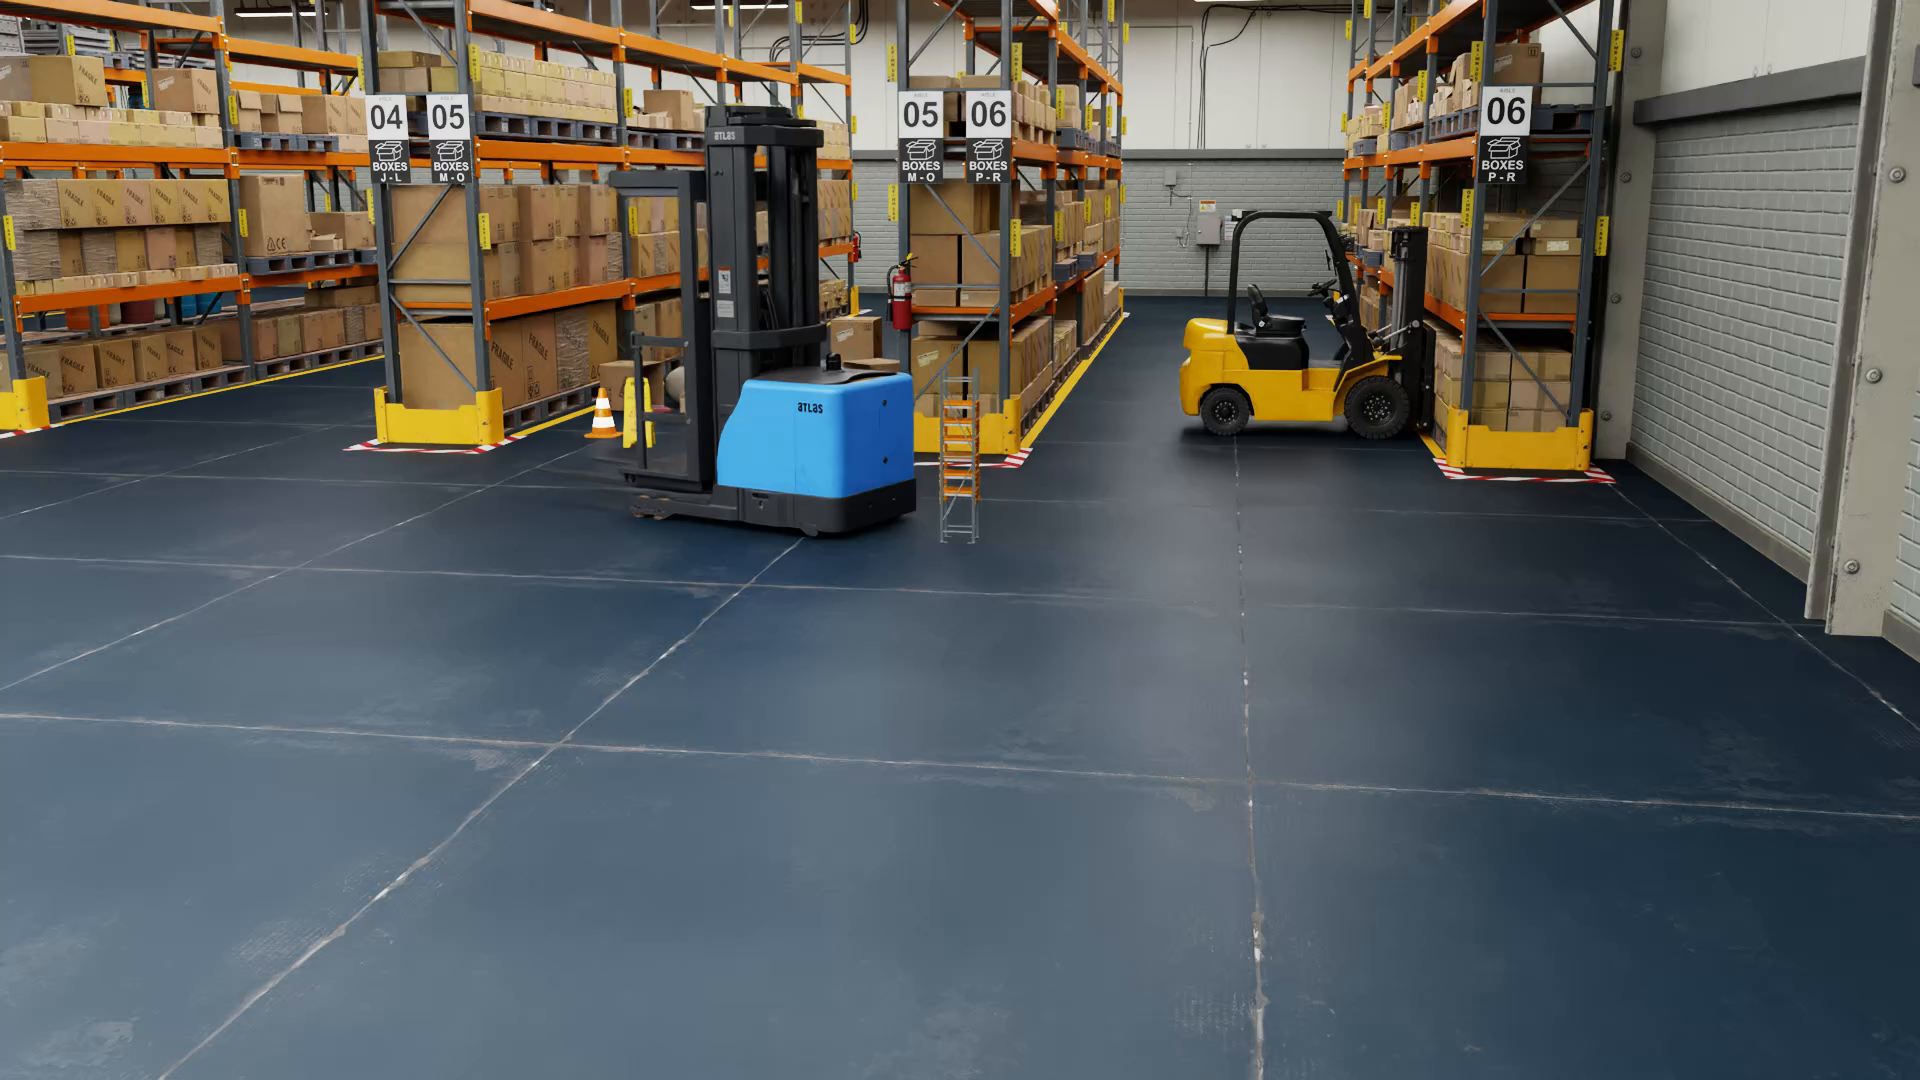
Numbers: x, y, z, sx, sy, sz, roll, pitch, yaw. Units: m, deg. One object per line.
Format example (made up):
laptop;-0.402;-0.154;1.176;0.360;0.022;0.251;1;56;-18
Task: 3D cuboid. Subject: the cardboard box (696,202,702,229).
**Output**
cardboard box;-3.879;-4.424;22.290;0.700;0.500;0.500;2;12;8

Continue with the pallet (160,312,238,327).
pallet;-13.048;-3.737;28.333;1.003;0.211;1.213;2;12;9

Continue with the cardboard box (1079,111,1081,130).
cardboard box;1.186;-5.031;19.956;0.500;0.250;0.500;2;12;8

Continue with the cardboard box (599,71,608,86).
cardboard box;-4.119;-5.100;18.389;0.380;0.149;0.250;2;12;8

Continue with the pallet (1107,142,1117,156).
pallet;2.124;-6.624;28.201;1.003;0.211;1.213;2;12;9

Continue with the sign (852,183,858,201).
sign;-1.948;-6.448;30.796;0.100;0.325;0.005;2;12;9

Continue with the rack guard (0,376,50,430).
rack guard;-9.828;-1.395;16.779;1.175;0.500;0.348;2;12;9

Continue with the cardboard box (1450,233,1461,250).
cardboard box;4.788;-2.782;15.503;0.380;0.149;0.250;1;12;7

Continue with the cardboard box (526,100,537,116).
cardboard box;-4.430;-4.288;16.513;0.380;0.149;0.250;2;12;9

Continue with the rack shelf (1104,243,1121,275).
rack shelf;2.106;-4.843;28.551;1.077;0.370;4.000;2;12;9

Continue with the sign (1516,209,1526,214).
sign;6.021;-3.397;17.892;0.100;0.325;0.005;2;12;9

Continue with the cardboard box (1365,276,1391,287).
cardboard box;6.393;-3.942;25.356;0.380;0.149;0.250;1;12;6

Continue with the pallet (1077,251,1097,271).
pallet;1.178;-3.700;21.996;1.213;0.211;1.003;2;12;9

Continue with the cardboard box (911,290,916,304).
cardboard box;-0.272;-2.298;15.634;0.380;0.149;0.250;2;12;8

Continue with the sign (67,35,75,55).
sign;-12.959;-7.185;24.241;0.100;0.325;0.005;2;12;9

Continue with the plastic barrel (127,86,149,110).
plastic barrel;-12.999;-6.816;26.694;0.600;0.901;0.708;2;12;9

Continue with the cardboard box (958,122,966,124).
cardboard box;-0.143;-4.038;15.640;0.500;0.250;0.500;2;12;8

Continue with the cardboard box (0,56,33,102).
cardboard box;-9.851;-4.837;17.567;0.500;0.500;0.500;2;12;9

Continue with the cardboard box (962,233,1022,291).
cardboard box;0.299;-2.564;15.326;0.500;0.500;0.500;2;12;8

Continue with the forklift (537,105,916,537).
forklift;-1.847;-1.664;12.255;3.031;2.935;1.130;7;14;31

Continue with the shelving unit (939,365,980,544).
shelving unit;-0.002;-0.584;11.353;0.258;1.200;0.189;2;12;9

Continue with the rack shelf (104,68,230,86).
rack shelf;-13.196;-7.229;26.332;1.077;0.370;4.000;2;12;9

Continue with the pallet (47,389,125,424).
pallet;-9.668;-1.422;17.589;1.003;0.211;1.213;2;12;9

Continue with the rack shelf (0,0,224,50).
rack shelf;-9.532;-5.597;17.818;1.077;0.370;4.000;2;12;9

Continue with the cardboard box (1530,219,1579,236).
cardboard box;5.223;-2.748;14.639;0.380;0.149;0.250;2;12;11

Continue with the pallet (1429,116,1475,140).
pallet;5.367;-4.197;16.939;1.003;0.211;1.213;2;12;9

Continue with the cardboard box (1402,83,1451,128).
cardboard box;5.579;-5.200;19.910;0.500;0.500;0.500;2;12;10

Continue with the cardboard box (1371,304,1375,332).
cardboard box;6.106;-3.076;23.585;0.500;0.500;0.500;2;12;11

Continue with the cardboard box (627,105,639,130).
cardboard box;-4.287;-5.301;20.828;0.500;0.311;0.500;1;12;7

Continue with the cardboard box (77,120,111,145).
cardboard box;-9.357;-4.296;17.546;0.500;0.250;0.500;2;12;8

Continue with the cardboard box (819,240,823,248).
cardboard box;-2.587;-5.119;28.720;0.380;0.149;0.250;2;12;11

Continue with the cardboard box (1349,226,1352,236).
cardboard box;6.773;-5.119;27.777;0.500;0.250;0.500;2;12;7

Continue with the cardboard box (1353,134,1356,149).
cardboard box;6.775;-6.584;27.456;0.500;0.250;0.500;2;12;8

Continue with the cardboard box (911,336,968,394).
cardboard box;-0.182;-1.683;15.932;0.500;0.500;0.500;2;12;9

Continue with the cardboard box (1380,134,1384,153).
cardboard box;6.004;-5.398;22.655;0.500;0.250;0.500;2;12;9

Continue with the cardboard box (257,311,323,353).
cardboard box;-8.931;-2.769;22.111;0.700;0.500;0.500;1;12;4

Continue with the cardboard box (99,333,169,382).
cardboard box;-9.424;-2.084;18.979;0.500;0.500;0.500;1;12;4

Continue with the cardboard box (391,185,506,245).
cardboard box;-4.859;-3.096;15.822;0.875;0.550;0.550;2;12;9

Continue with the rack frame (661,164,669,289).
rack frame;-3.724;-4.085;23.326;1.000;3.000;0.127;2;12;9

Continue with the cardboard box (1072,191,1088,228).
cardboard box;1.500;-4.578;23.004;0.500;0.500;0.500;1;12;7

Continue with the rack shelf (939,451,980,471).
rack shelf;-0.002;-0.540;11.362;0.258;0.103;0.180;2;12;9

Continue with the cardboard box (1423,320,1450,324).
cardboard box;5.088;-2.212;17.794;0.500;0.250;0.500;2;12;8

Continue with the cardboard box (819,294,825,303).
cardboard box;-2.573;-4.210;28.972;0.380;0.149;0.250;2;12;8

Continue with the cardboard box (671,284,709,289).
cardboard box;-3.878;-3.585;24.167;0.500;0.250;0.500;2;12;7

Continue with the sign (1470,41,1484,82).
sign;4.324;-4.001;13.904;0.100;0.325;0.005;2;12;9

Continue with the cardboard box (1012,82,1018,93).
cardboard box;0.331;-4.184;15.370;0.380;0.149;0.250;2;12;9

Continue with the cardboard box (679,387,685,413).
cardboard box;-2.784;-1.498;17.814;0.396;0.266;0.258;4;13;18

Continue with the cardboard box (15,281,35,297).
cardboard box;-9.560;-2.530;16.708;0.380;0.149;0.250;2;12;9

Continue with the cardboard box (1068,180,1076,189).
cardboard box;1.679;-5.758;26.943;0.380;0.149;0.250;2;12;10

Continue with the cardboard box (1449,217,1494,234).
cardboard box;4.767;-2.928;15.475;0.380;0.149;0.250;2;12;10

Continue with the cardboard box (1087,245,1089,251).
cardboard box;1.568;-4.073;23.629;0.500;0.250;0.500;2;12;7

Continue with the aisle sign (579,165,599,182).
aisle sign;-7.071;-7.208;31.648;0.394;0.787;0.004;2;12;9

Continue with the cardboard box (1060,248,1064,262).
cardboard box;1.012;-3.352;19.525;0.380;0.149;0.250;2;12;10

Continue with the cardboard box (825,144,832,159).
cardboard box;-2.525;-6.719;28.787;0.500;0.250;0.500;2;12;11

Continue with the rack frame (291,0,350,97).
rack frame;-12.273;-9.025;32.010;1.000;3.000;0.127;2;12;9

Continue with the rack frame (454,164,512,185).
rack frame;-7.994;-5.099;28.034;1.000;3.000;0.127;2;12;9
